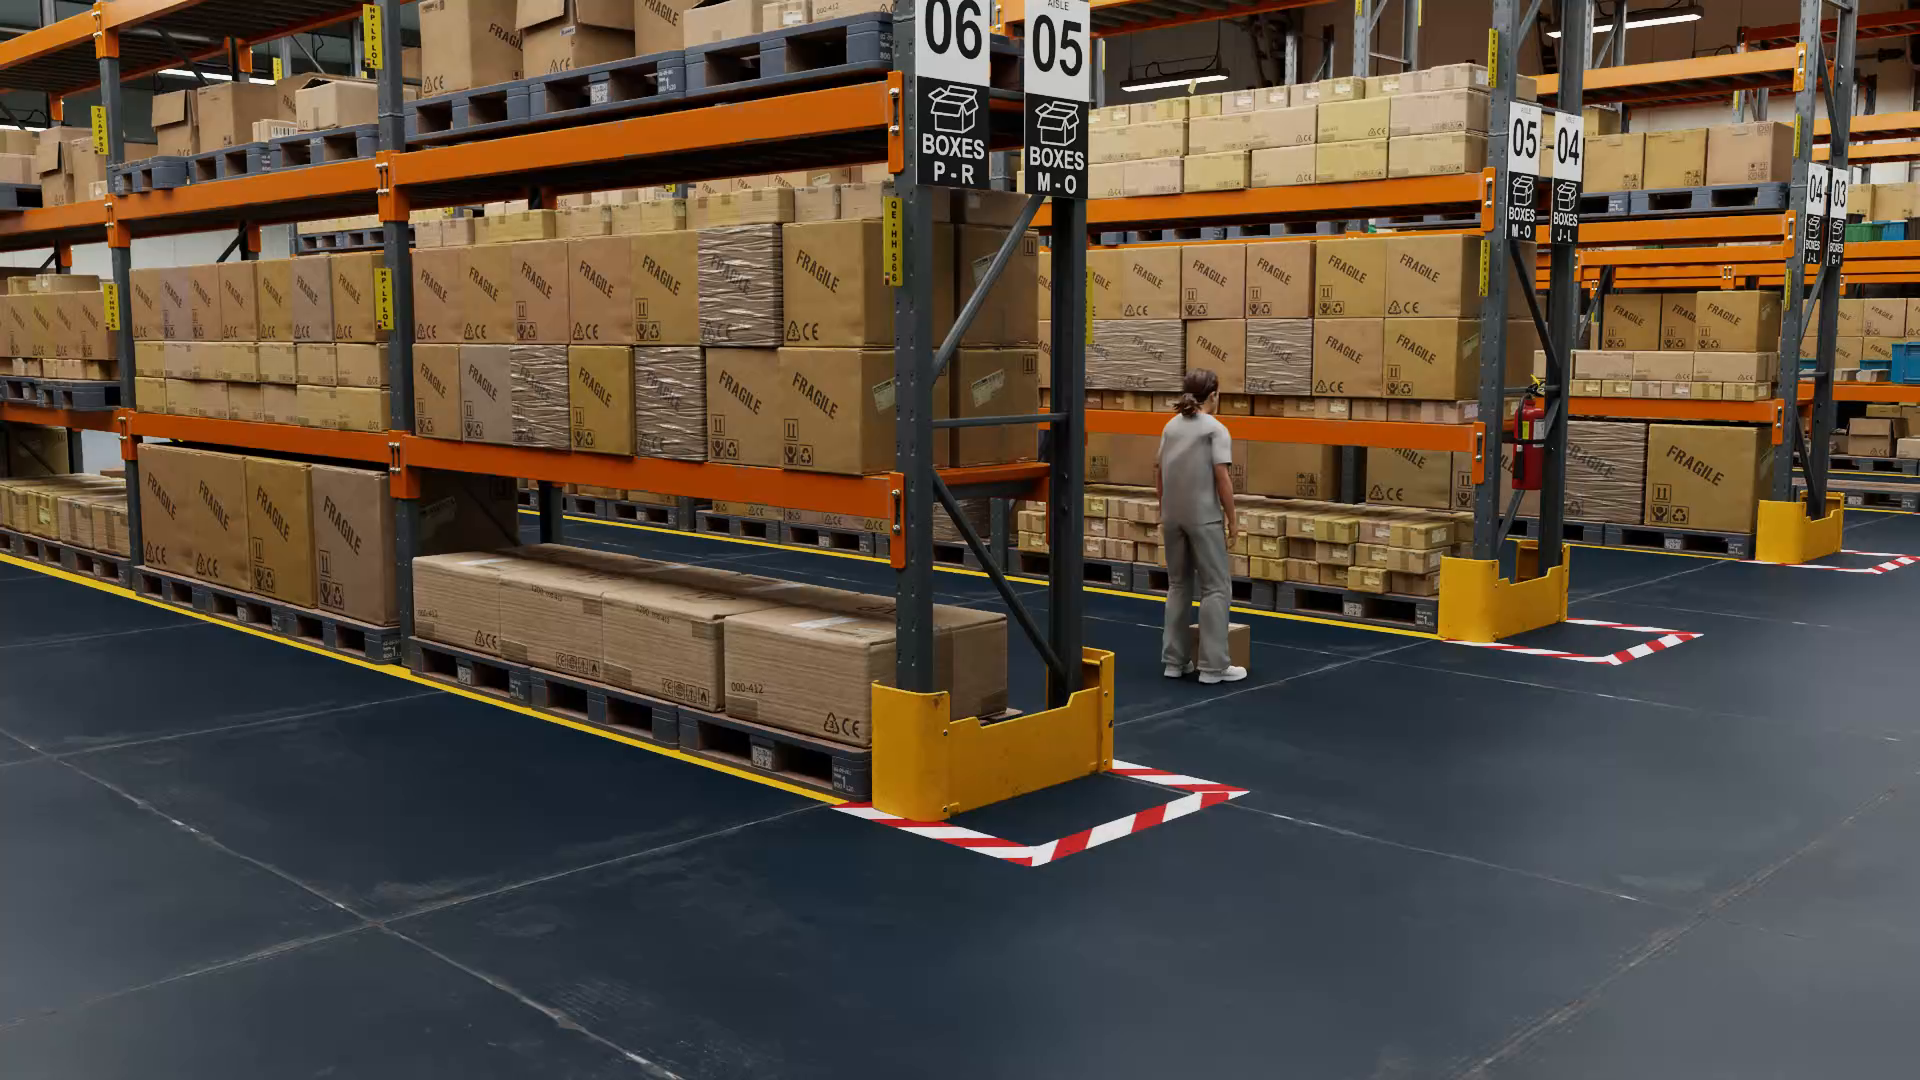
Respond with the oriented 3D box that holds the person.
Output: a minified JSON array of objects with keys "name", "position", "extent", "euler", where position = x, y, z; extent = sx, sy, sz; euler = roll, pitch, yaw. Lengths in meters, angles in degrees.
[{"name":"person","position":[1.272,-0.084,8.941],"extent":[0.488,1.673,0.355],"euler":[7,10,43]}]
